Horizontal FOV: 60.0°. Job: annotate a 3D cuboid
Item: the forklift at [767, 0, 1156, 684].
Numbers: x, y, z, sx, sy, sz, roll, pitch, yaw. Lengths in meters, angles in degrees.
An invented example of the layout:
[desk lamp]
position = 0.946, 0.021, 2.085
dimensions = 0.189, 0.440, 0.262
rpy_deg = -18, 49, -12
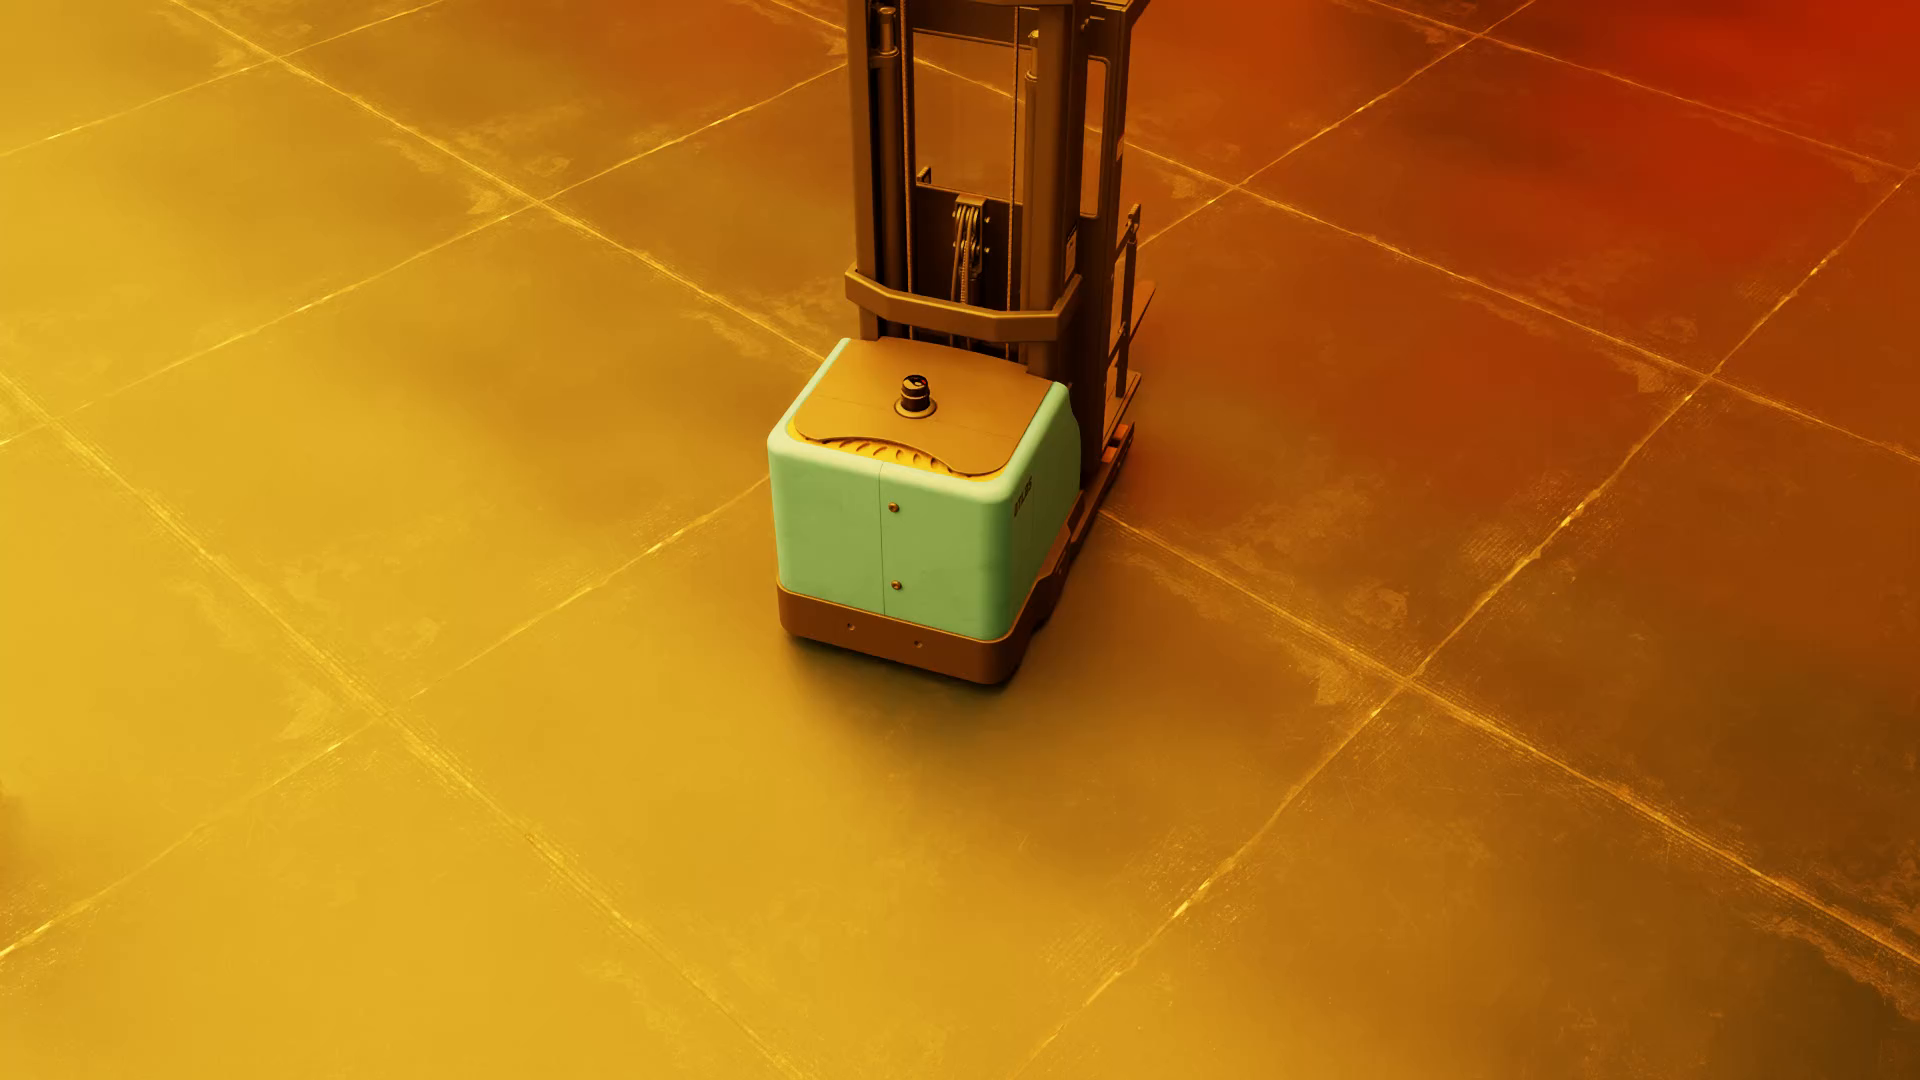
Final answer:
[forklift]
position = 0.211, -1.484, 7.158
dimensions = 1.130, 2.935, 3.031
rpy_deg = 14, 42, 15
